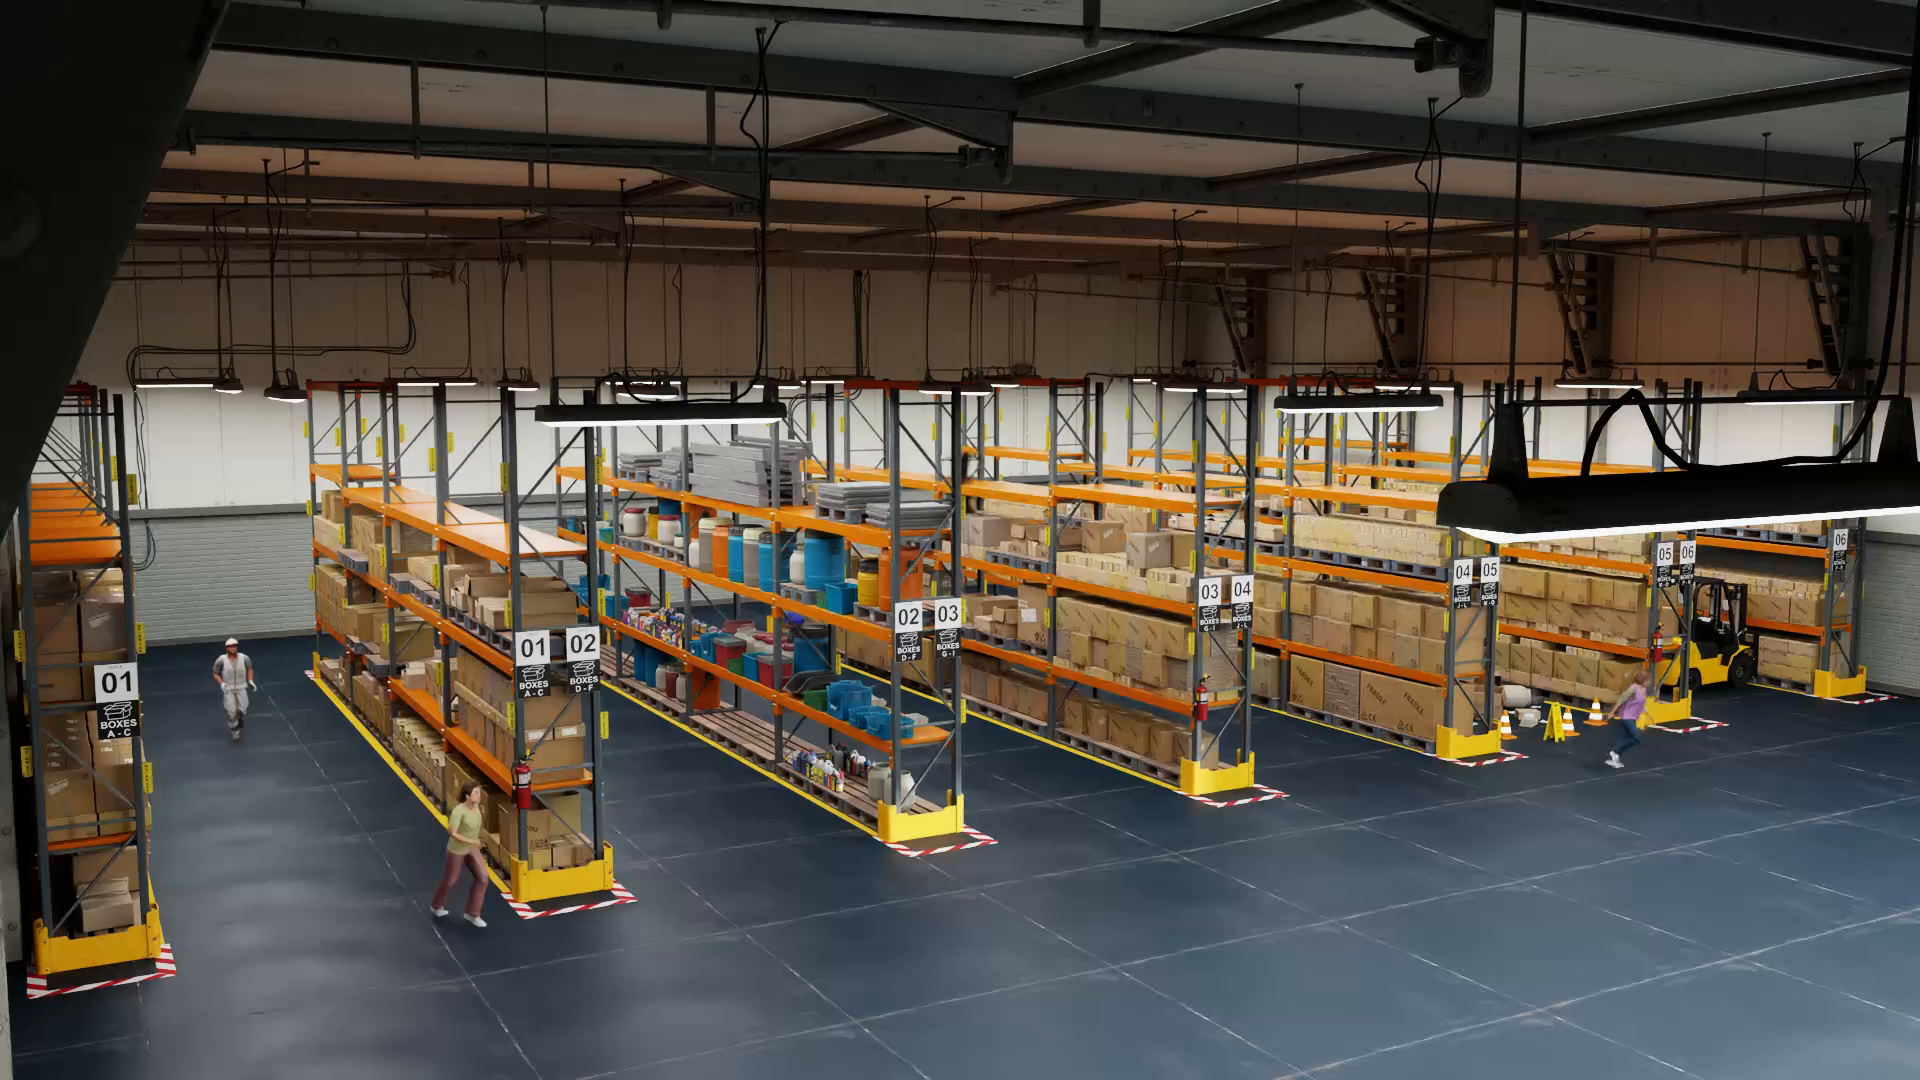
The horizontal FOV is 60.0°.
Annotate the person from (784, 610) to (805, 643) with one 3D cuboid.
[{"bbox_3d":[-3.295,1.970,33.217,0.541,1.705,0.861,-3,7,-30],"label":"person"}]

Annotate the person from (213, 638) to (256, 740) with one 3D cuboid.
[{"bbox_3d":[-12.208,2.501,27.982,0.656,1.728,0.644,-4,7,-30],"label":"person"}]

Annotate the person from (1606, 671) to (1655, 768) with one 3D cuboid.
[{"bbox_3d":[10.489,2.807,25.998,0.652,1.542,0.536,5,8,39],"label":"person"}]

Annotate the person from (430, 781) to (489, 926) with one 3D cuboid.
[{"bbox_3d":[-5.658,3.546,18.849,0.839,1.652,0.561,4,7,31],"label":"person"}]
